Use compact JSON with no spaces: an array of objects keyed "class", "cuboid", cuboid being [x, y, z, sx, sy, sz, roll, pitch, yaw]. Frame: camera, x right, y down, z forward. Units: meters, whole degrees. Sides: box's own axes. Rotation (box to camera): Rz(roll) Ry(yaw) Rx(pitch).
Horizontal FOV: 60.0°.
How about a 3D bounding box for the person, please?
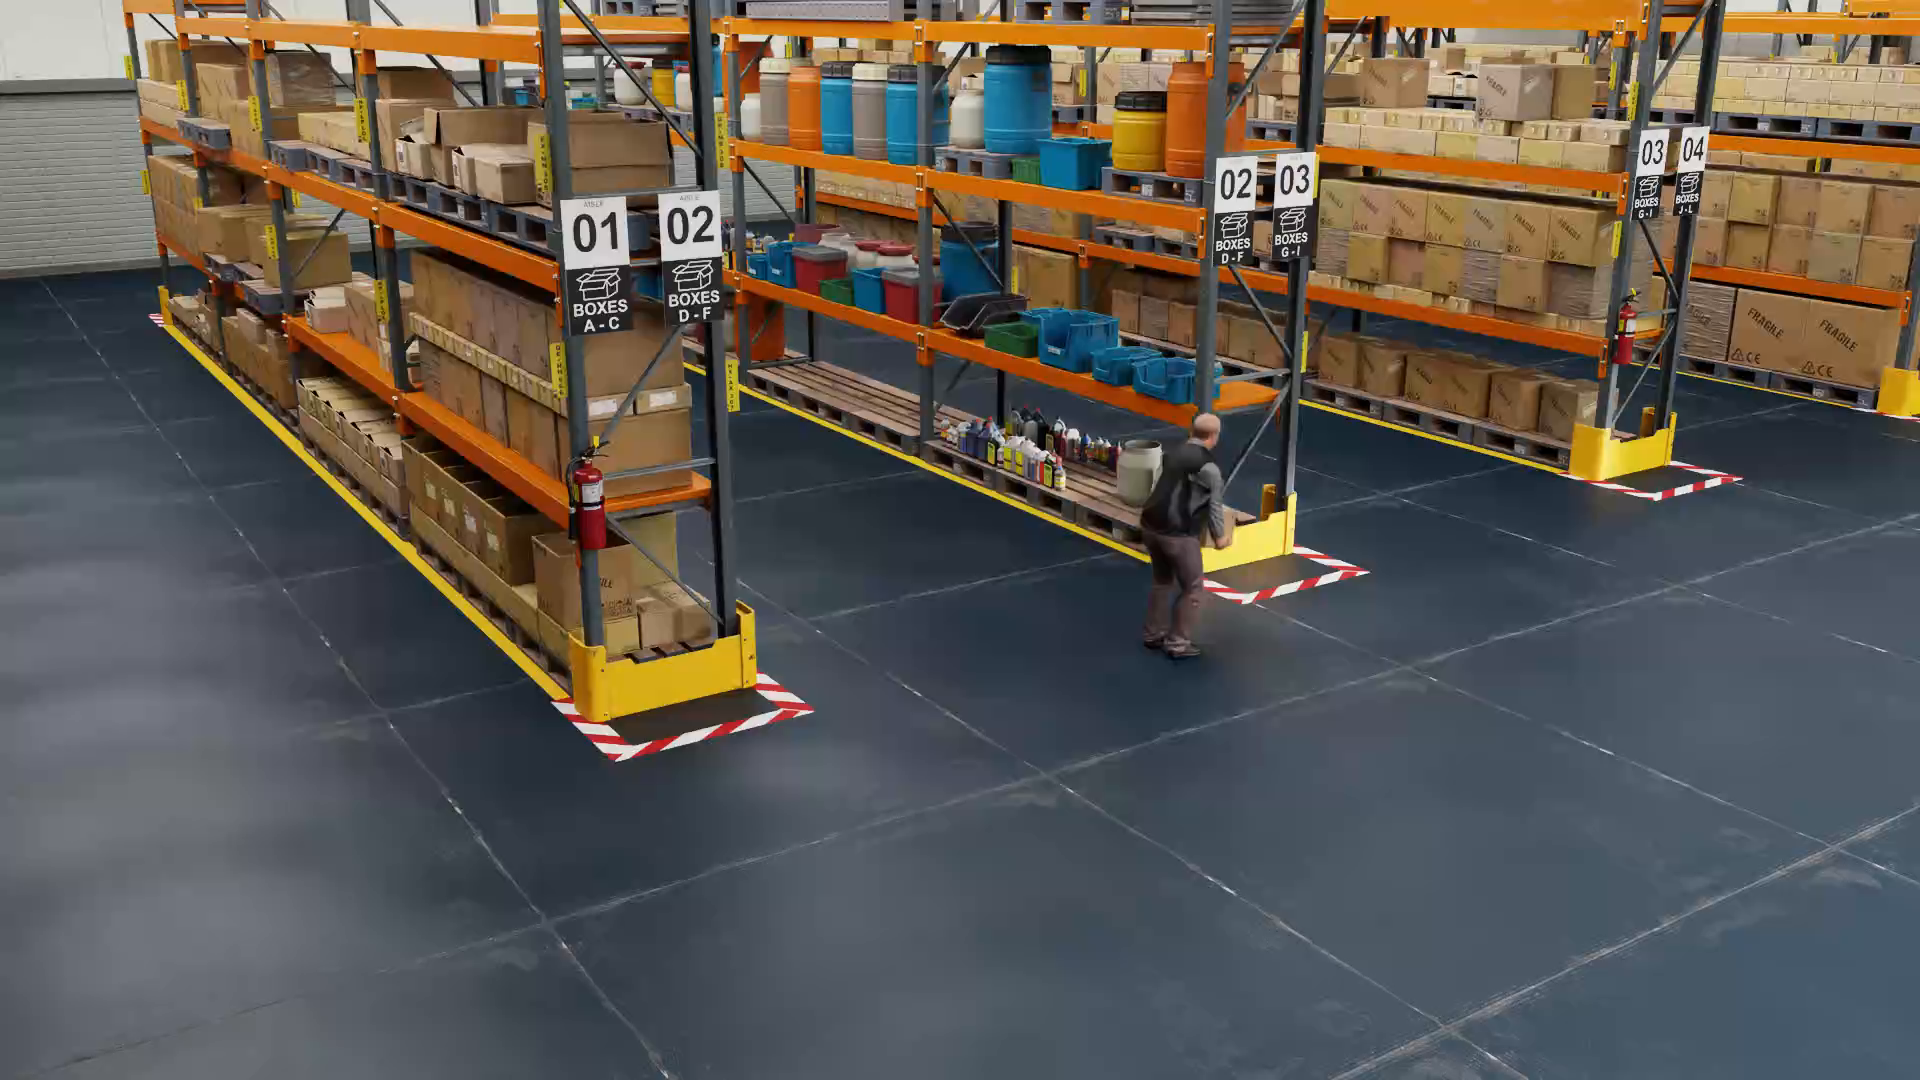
[{"class":"person","cuboid":[1.523,0.016,11.360,0.614,1.535,0.477,-12,21,-32]}]
